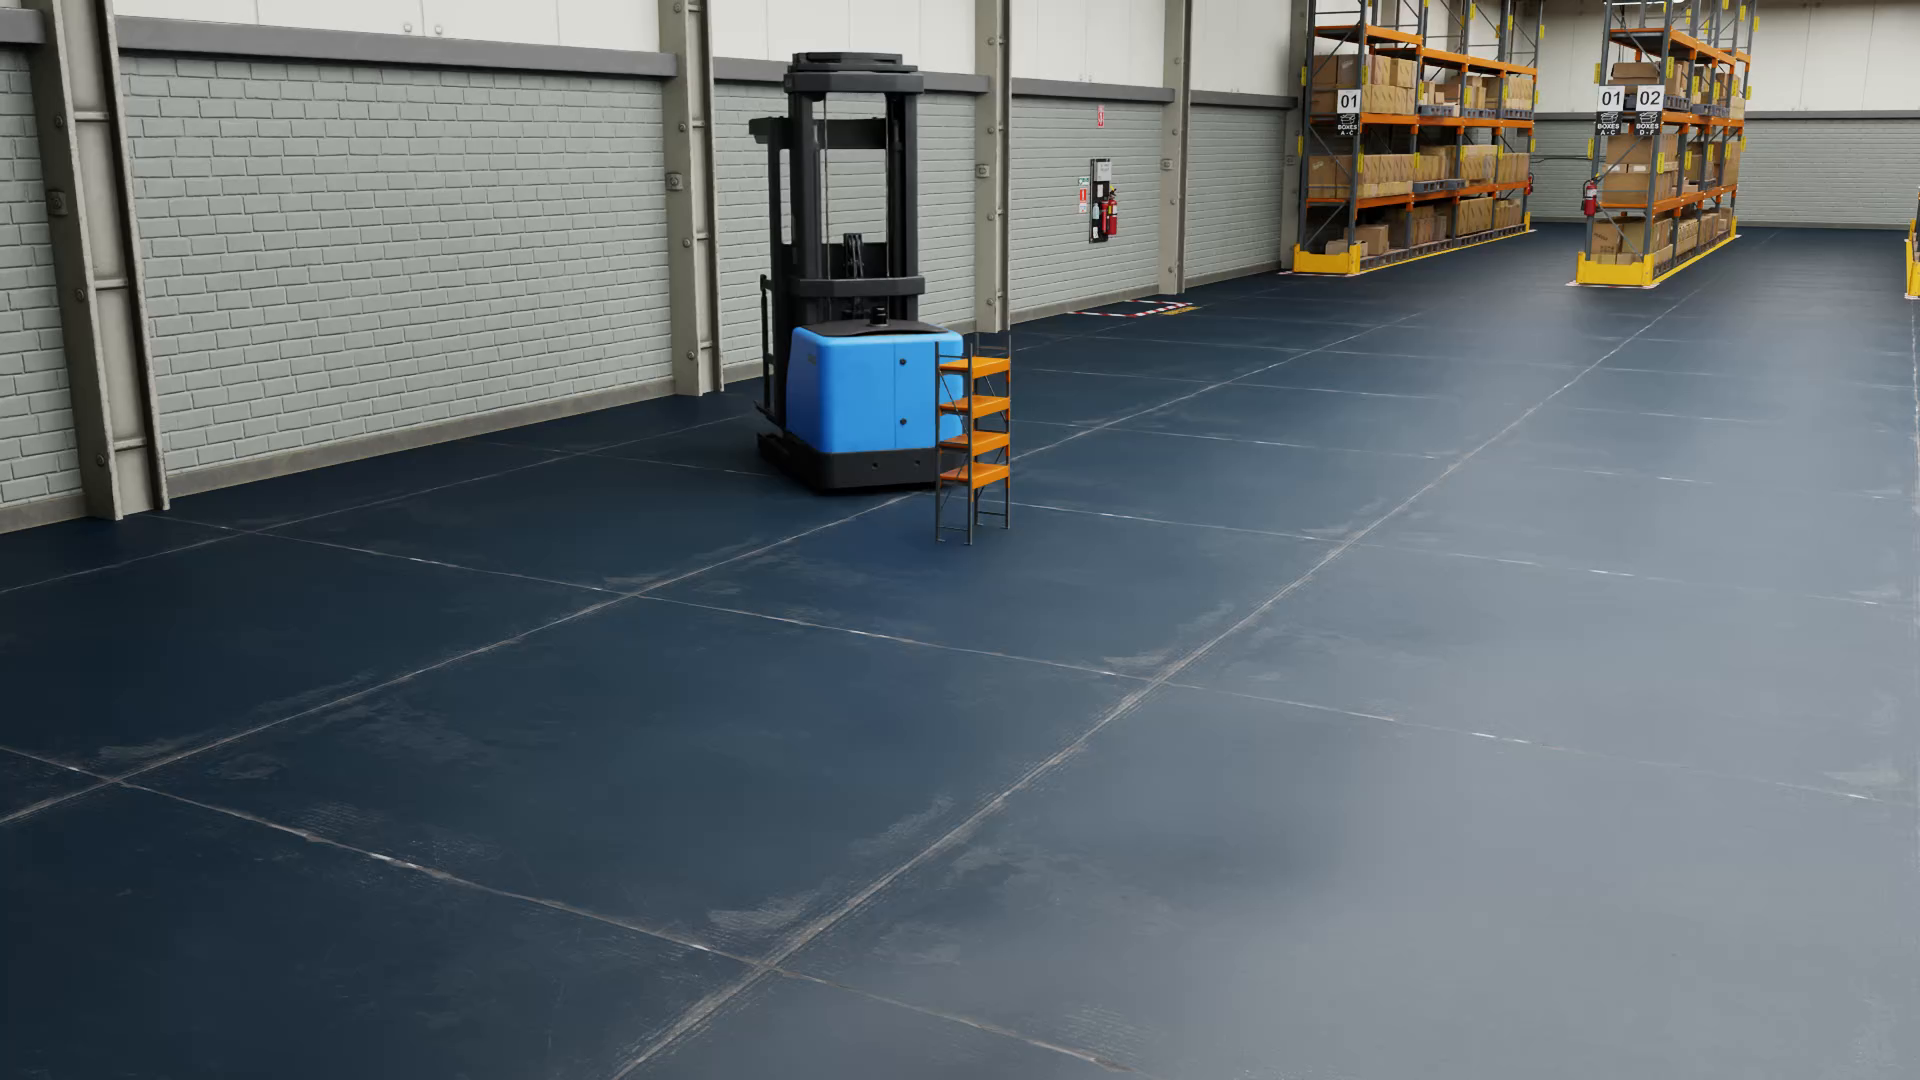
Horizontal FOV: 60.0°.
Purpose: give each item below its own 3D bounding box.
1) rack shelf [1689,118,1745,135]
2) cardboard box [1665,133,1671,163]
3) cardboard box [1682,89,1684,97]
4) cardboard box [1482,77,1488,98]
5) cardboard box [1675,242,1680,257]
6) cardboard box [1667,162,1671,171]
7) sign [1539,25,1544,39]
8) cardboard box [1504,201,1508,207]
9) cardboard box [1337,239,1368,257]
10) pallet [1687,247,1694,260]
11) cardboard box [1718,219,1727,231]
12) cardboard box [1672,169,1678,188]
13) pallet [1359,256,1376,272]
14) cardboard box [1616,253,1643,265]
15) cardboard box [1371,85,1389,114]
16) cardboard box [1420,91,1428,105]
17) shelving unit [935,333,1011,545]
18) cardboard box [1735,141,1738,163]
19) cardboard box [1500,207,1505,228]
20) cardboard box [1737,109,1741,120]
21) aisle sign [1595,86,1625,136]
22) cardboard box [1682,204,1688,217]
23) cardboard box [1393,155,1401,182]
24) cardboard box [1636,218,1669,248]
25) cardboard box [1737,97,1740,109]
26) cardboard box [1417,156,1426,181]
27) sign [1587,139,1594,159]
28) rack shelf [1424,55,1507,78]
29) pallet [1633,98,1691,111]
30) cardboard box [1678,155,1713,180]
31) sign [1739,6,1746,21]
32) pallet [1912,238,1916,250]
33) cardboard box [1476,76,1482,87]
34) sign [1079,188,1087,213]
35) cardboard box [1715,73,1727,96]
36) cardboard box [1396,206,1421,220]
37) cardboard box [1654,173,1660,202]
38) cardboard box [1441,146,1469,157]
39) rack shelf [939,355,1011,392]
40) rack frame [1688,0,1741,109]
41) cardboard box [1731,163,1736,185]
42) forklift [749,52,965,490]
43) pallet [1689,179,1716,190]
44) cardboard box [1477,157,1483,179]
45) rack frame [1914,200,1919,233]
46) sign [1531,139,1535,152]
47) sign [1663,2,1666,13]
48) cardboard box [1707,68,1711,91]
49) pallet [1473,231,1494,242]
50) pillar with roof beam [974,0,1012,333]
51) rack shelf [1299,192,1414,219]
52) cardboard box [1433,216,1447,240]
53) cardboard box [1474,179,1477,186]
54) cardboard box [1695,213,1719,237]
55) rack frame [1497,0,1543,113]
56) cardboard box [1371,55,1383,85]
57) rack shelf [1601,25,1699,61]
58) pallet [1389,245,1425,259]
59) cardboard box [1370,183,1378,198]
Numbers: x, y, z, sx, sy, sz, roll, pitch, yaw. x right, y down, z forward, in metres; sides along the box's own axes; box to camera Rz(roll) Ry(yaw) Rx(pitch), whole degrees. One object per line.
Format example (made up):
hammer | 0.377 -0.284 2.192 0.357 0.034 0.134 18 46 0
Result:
rack shelf | 17.731 -9.743 39.182 1.077 0.370 4.000 7 15 28
cardboard box | 12.202 -6.964 29.538 0.700 0.500 0.500 7 15 28
cardboard box | 13.203 -8.298 31.076 0.500 0.250 0.500 9 16 34
cardboard box | 12.559 -10.957 40.293 0.500 0.500 0.500 7 15 28
cardboard box | 13.308 -5.505 31.439 0.500 0.250 0.500 7 15 27
cardboard box | 12.459 -6.658 29.654 0.380 0.149 0.250 7 15 28
sign | 14.827 -12.950 42.387 0.100 0.325 0.005 7 15 28
cardboard box | 13.454 -8.388 41.478 0.380 0.149 0.250 7 15 26
cardboard box | 7.313 -5.478 31.155 0.500 0.311 0.500 9 16 33
pallet | 14.398 -5.883 33.987 1.003 0.211 1.213 7 15 28
cardboard box | 18.165 -7.591 40.049 0.500 0.250 0.500 7 15 28
cardboard box | 13.537 -6.895 32.021 0.500 0.500 0.500 9 16 32
pallet | 7.085 -5.145 30.926 1.003 0.211 1.213 7 15 28
cardboard box | 11.417 -4.715 28.160 0.500 0.250 0.500 7 15 28
cardboard box | 7.543 -8.093 30.545 0.500 0.500 0.500 8 16 31
cardboard box | 9.190 -8.992 33.825 0.500 0.311 0.500 8 16 30
shelving unit | 0.080 -0.617 10.034 0.258 1.200 0.503 7 15 28
cardboard box | 18.233 -9.246 39.640 0.500 0.500 0.500 8 16 30
cardboard box | 13.123 -8.018 41.330 0.700 0.500 0.500 7 15 27
cardboard box | 18.198 -10.090 39.404 0.500 0.250 0.500 7 15 28
aisle sign | 10.674 -7.046 27.312 0.394 0.787 0.004 7 15 28
cardboard box | 15.591 -7.208 36.325 0.500 0.250 0.500 7 15 27
cardboard box | 8.111 -7.108 31.792 0.500 0.500 0.500 7 15 26
cardboard box | 12.373 -5.491 29.779 0.500 0.500 0.500 7 15 28
cardboard box | 17.950 -10.231 38.923 0.500 0.250 0.500 7 15 28
cardboard box | 9.111 -7.620 34.090 0.700 0.500 0.500 9 16 34
sign | 10.494 -6.505 27.638 0.100 0.325 0.005 7 15 28
rack shelf | 11.459 -10.747 37.798 1.077 0.370 4.000 7 15 28
pallet | 12.507 -7.820 29.860 1.003 0.211 1.213 7 15 28
cardboard box | 15.645 -7.964 35.559 0.700 0.500 0.500 11 17 38
sign | 17.252 -11.610 36.660 0.100 0.325 0.005 7 15 28
pallet | 21.420 -6.462 36.387 1.003 0.211 1.213 7 15 28
cardboard box | 11.885 -10.704 38.882 0.500 0.250 0.500 9 16 32
sign | 1.719 -4.746 23.245 0.001 0.329 0.234 7 15 28
cardboard box | 16.965 -10.321 37.698 0.700 0.500 0.500 7 15 28
cardboard box | 9.358 -6.857 34.872 0.500 0.250 0.500 7 15 26
cardboard box | 11.694 -6.115 28.783 0.700 0.500 0.500 7 15 28
cardboard box | 10.951 -8.601 36.821 0.500 0.250 0.500 8 16 29
rack shelf | 0.080 -0.999 9.942 0.258 0.148 0.480 7 15 28
rack frame | 16.764 -11.141 37.044 1.000 3.000 0.127 7 15 28
cardboard box | 18.225 -8.762 39.765 0.500 0.500 0.500 8 15 28
forklift | -0.920 -2.069 12.361 1.130 2.935 3.031 -5 14 -18
pallet | 15.766 -7.710 36.023 1.003 0.211 1.213 7 15 28
cardboard box | 11.698 -8.553 38.222 0.500 0.500 0.500 8 16 30
rack frame | 23.032 -8.483 38.820 1.000 3.000 0.127 7 15 28
sign | 14.828 -10.219 43.046 0.100 0.325 0.005 7 15 28
sign | 14.350 -10.872 33.768 0.100 0.325 0.005 7 15 28
cardboard box | 15.540 -9.695 35.099 0.500 0.500 0.500 7 15 28
pallet | 12.118 -7.262 39.707 1.003 0.211 1.213 7 15 28
pillar with roof beam | 4.173 -6.531 17.924 9.100 9.000 0.400 7 15 28
rack shelf | 7.591 -6.383 31.646 1.077 0.370 4.000 7 15 28
cardboard box | 10.189 -6.809 36.272 0.700 0.500 0.500 8 16 29
cardboard box | 11.719 -8.262 38.397 0.380 0.149 0.250 8 16 30
cardboard box | 16.776 -7.089 37.434 0.500 0.500 0.500 7 15 28
rack frame | 14.359 -12.522 42.773 1.000 3.000 0.127 7 15 28
cardboard box | 7.310 -8.474 29.994 0.500 0.500 0.500 7 15 27
rack shelf | 11.930 -8.545 28.665 1.077 0.370 4.000 7 15 28
pallet | 8.933 -5.948 34.254 1.003 0.211 1.213 7 15 28
cardboard box | 7.377 -6.432 30.590 0.500 0.250 0.500 7 15 26
